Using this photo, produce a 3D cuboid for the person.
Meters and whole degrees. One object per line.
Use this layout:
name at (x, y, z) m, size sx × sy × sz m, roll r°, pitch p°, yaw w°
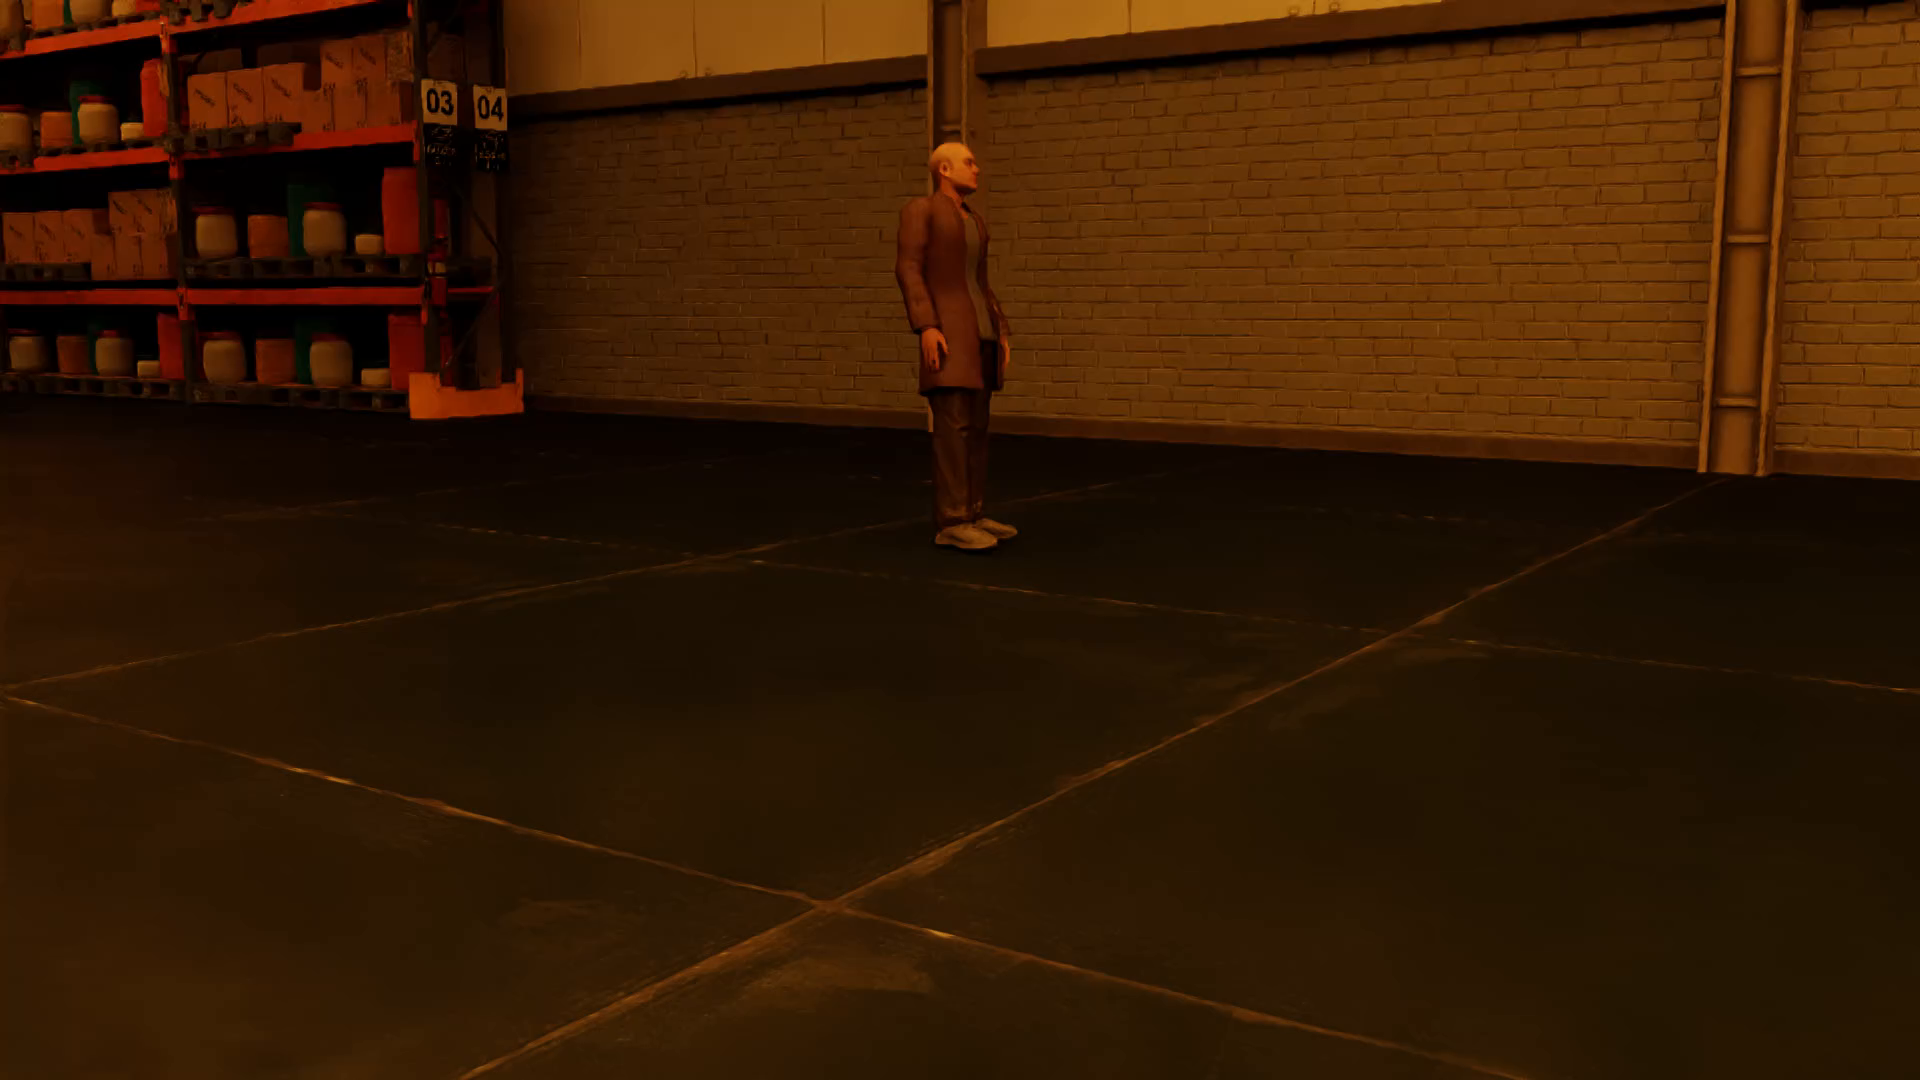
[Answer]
person at (0.073, -0.879, 7.423) m, size 0.580 × 1.776 × 0.694 m, roll 5°, pitch 10°, yaw 34°
